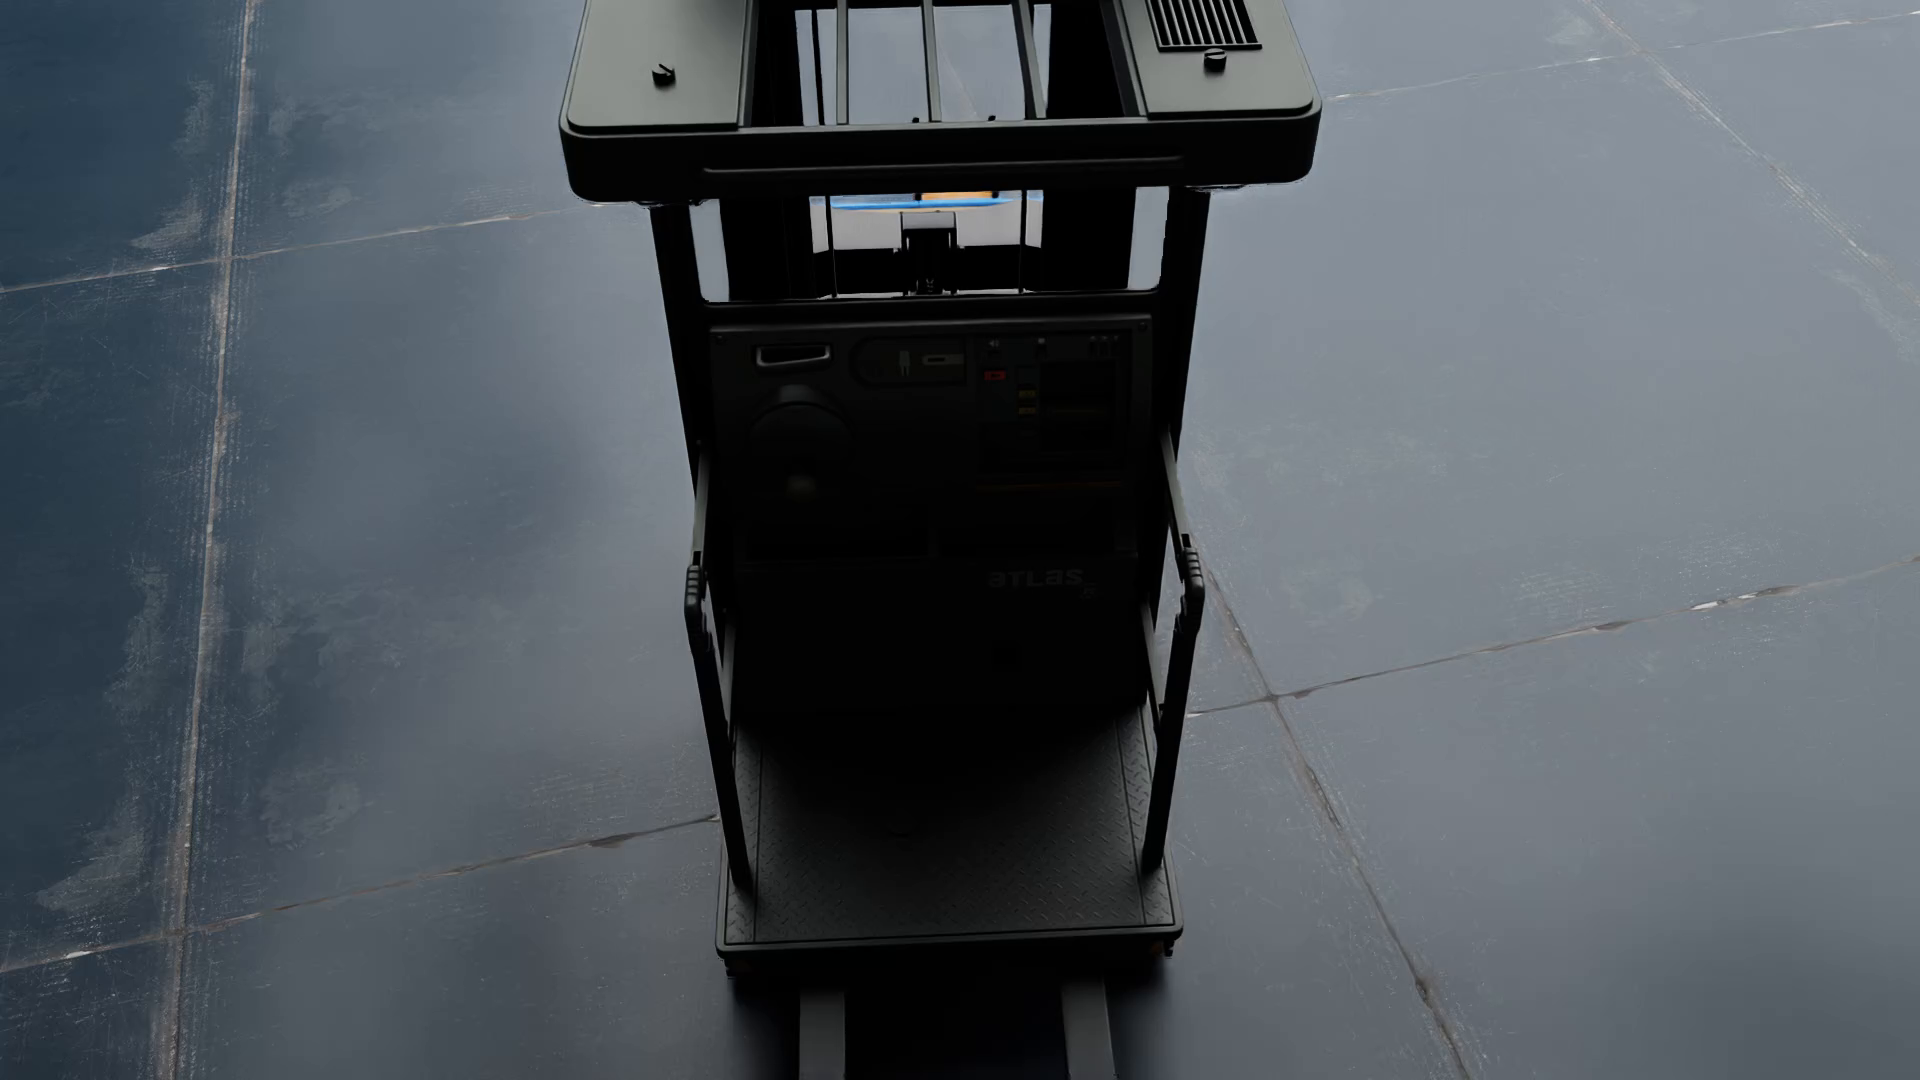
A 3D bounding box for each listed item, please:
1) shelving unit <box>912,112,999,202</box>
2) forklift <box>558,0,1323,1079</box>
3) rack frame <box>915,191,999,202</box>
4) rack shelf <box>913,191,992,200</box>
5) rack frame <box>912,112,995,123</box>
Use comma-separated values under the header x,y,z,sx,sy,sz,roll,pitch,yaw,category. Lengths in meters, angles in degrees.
x,y,z,sx,sy,sz,roll,pitch,yaw,category
-0.014,-0.736,5.131,0.258,1.200,0.189,-2,46,-2,shelving unit
-0.044,-0.187,3.381,1.130,2.935,3.031,-2,46,-2,forklift
-0.009,-0.670,5.067,0.240,1.200,0.006,-2,46,-2,rack frame
-0.014,-0.956,4.905,0.258,0.103,0.180,-2,46,-2,rack shelf
-0.018,-0.801,5.195,0.240,1.200,0.006,-2,46,-2,rack frame
